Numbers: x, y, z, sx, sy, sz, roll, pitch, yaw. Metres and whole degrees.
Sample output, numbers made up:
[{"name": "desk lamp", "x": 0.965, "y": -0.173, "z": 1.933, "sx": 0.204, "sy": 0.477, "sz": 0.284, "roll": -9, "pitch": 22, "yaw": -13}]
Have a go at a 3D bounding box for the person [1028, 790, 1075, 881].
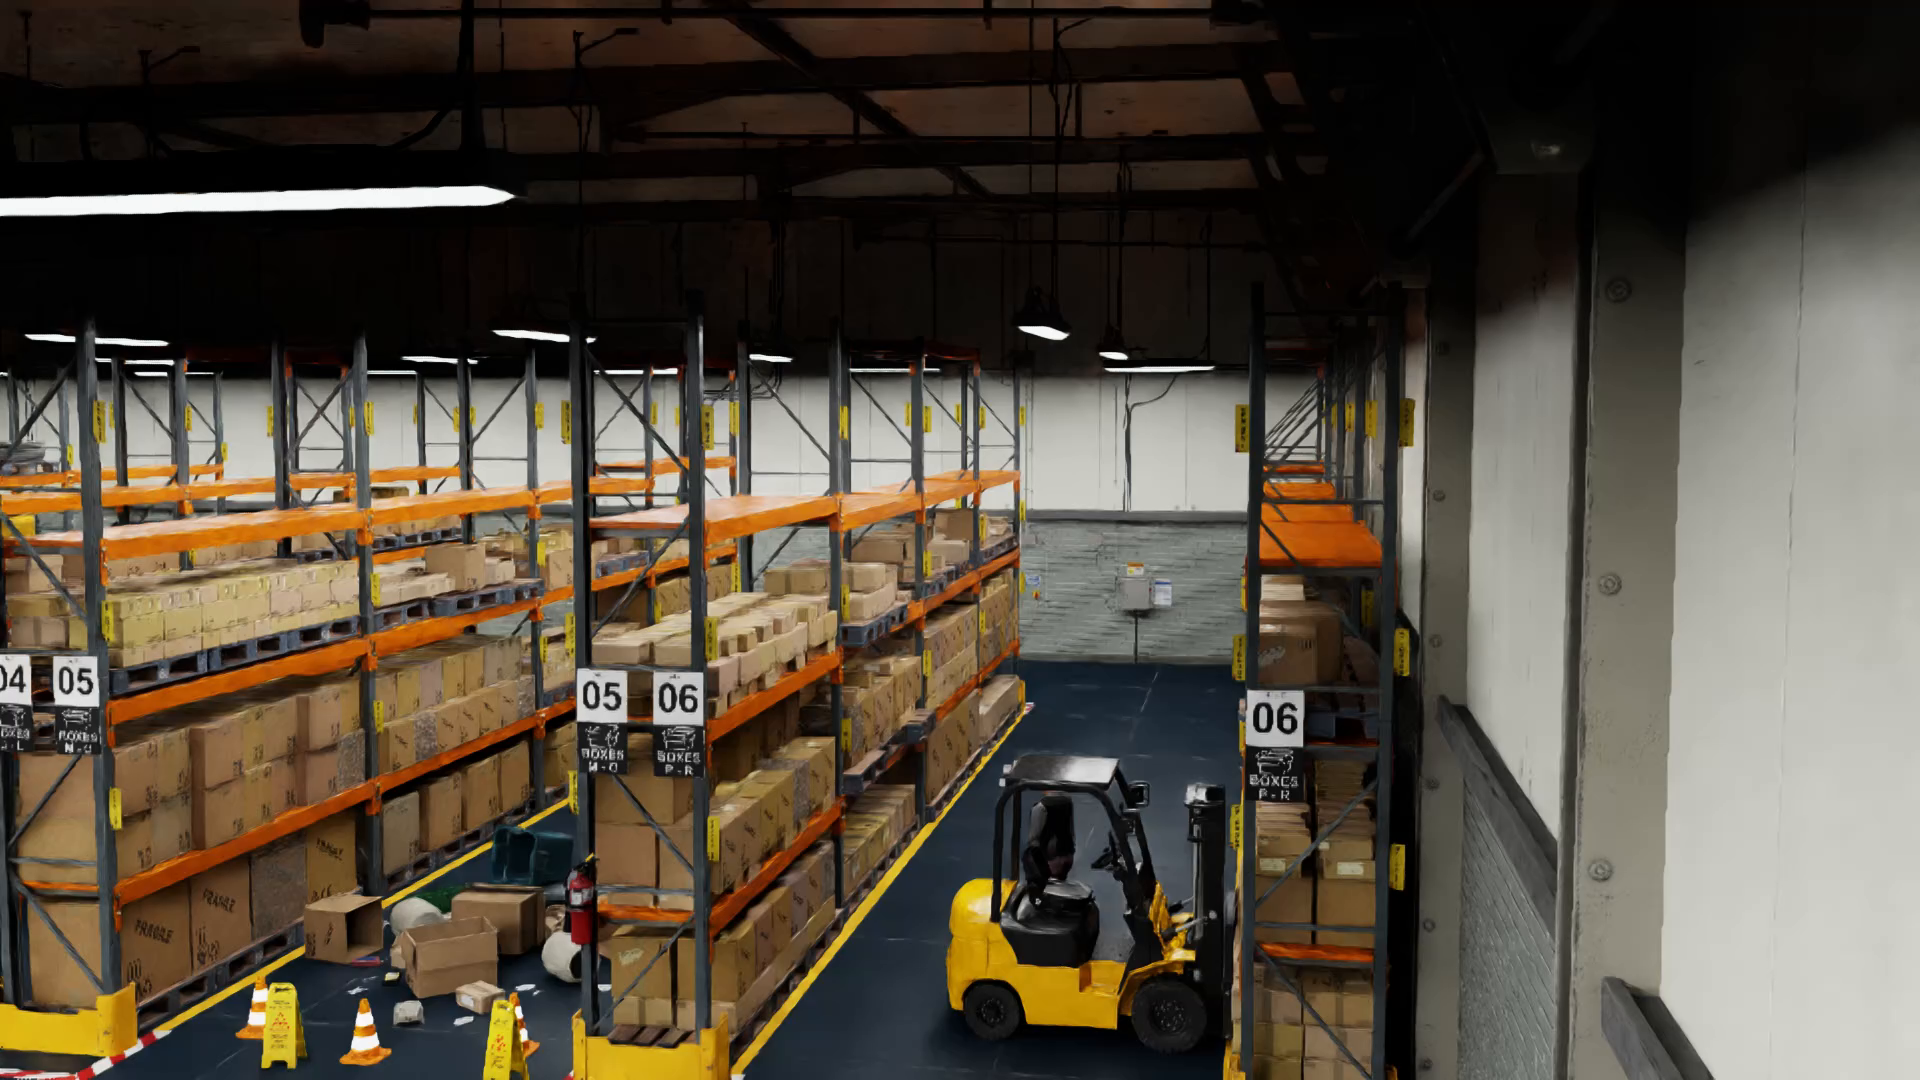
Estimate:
[{"name": "person", "x": 0.844, "y": 3.021, "z": 15.787, "sx": 0.576, "sy": 1.718, "sz": 0.626, "roll": 4, "pitch": 6, "yaw": 39}]
